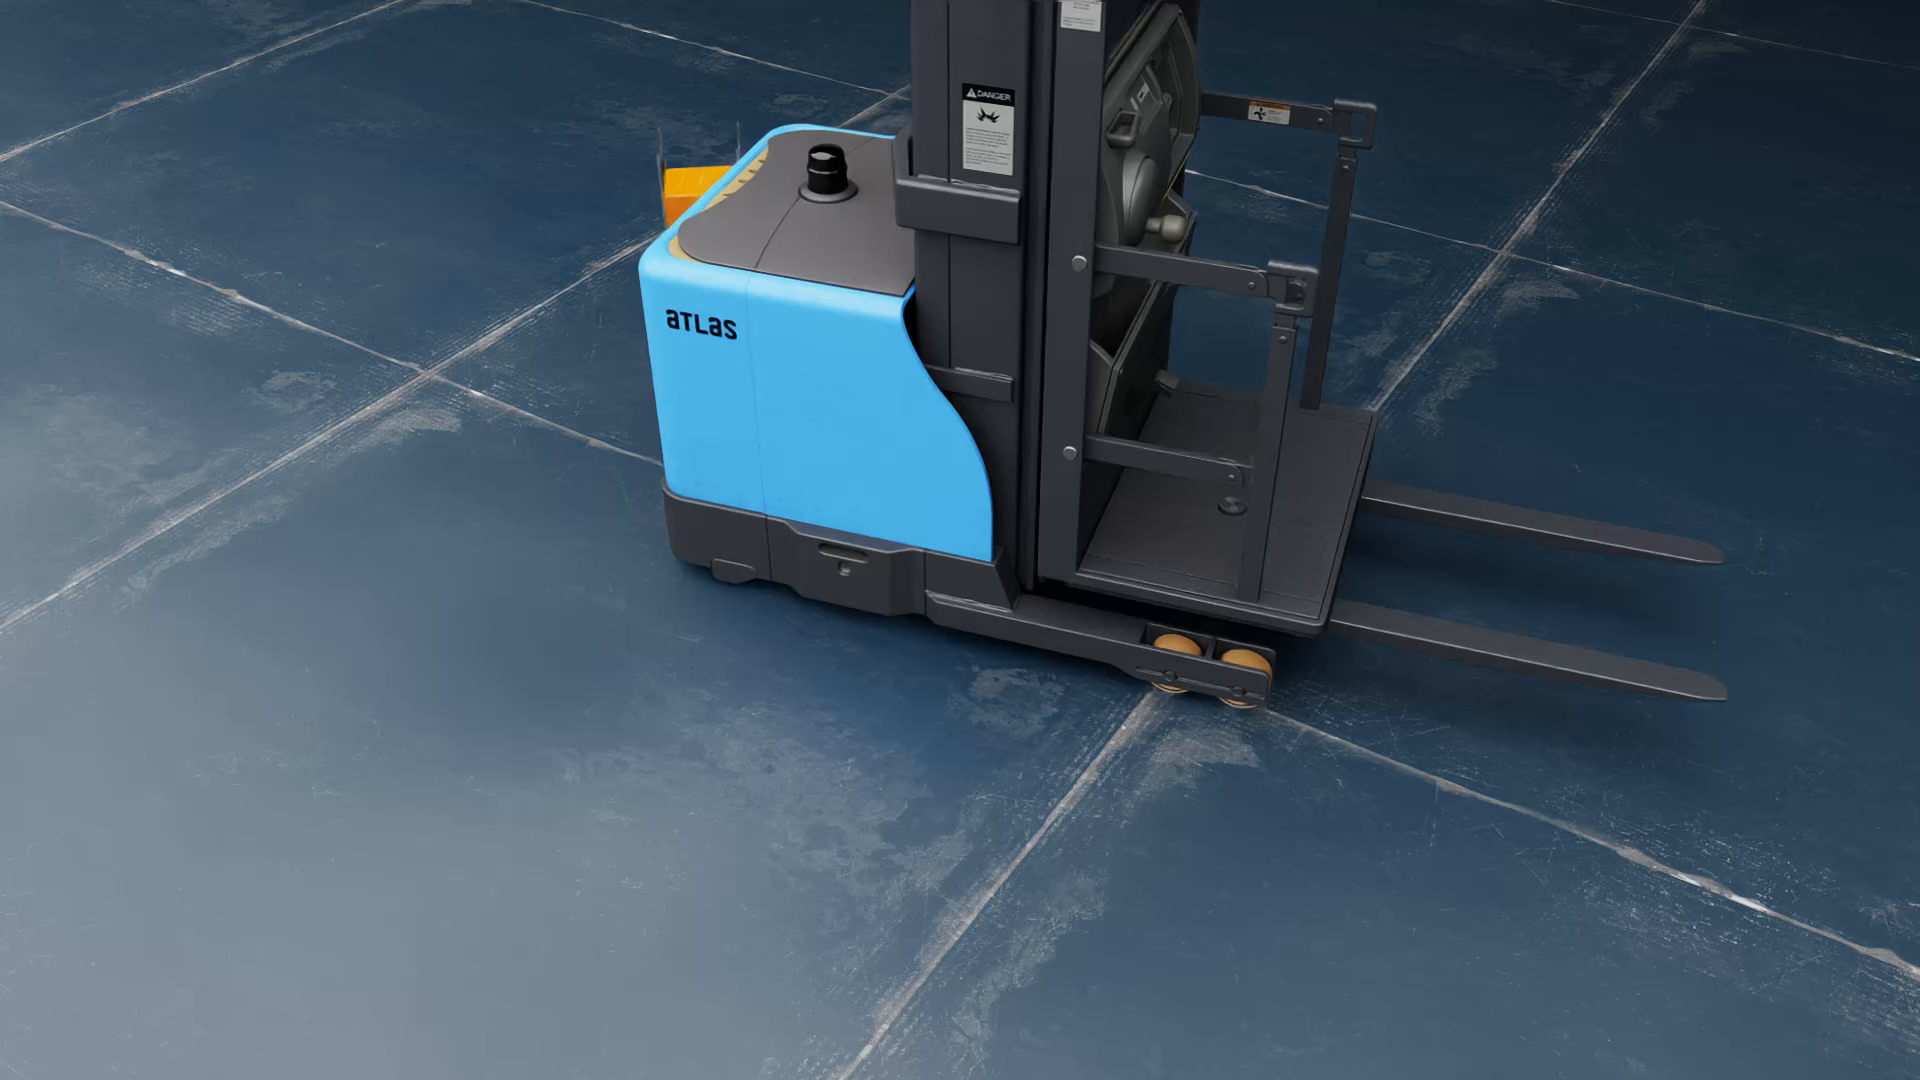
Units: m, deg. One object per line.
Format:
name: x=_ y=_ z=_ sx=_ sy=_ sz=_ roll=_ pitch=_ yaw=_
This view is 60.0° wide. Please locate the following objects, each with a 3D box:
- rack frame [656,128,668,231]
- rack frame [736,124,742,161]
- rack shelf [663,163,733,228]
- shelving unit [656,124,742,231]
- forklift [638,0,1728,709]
rack frame: x=-0.931 y=-0.815 z=5.447 sx=0.008 sy=1.050 sz=0.200 roll=-4 pitch=38 yaw=-5
rack frame: x=-0.688 y=-0.832 z=5.469 sx=0.008 sy=1.050 sz=0.200 roll=-4 pitch=38 yaw=-5
rack shelf: x=-0.809 y=-1.040 z=5.291 sx=0.240 sy=0.259 sz=0.215 roll=-4 pitch=38 yaw=-5
shelving unit: x=-0.809 y=-0.823 z=5.458 sx=0.252 sy=1.050 sz=0.215 roll=-4 pitch=38 yaw=-5
forklift: x=0.681 y=-1.058 z=4.221 sx=3.031 sy=2.935 sz=1.130 roll=12 pitch=39 yaw=15
